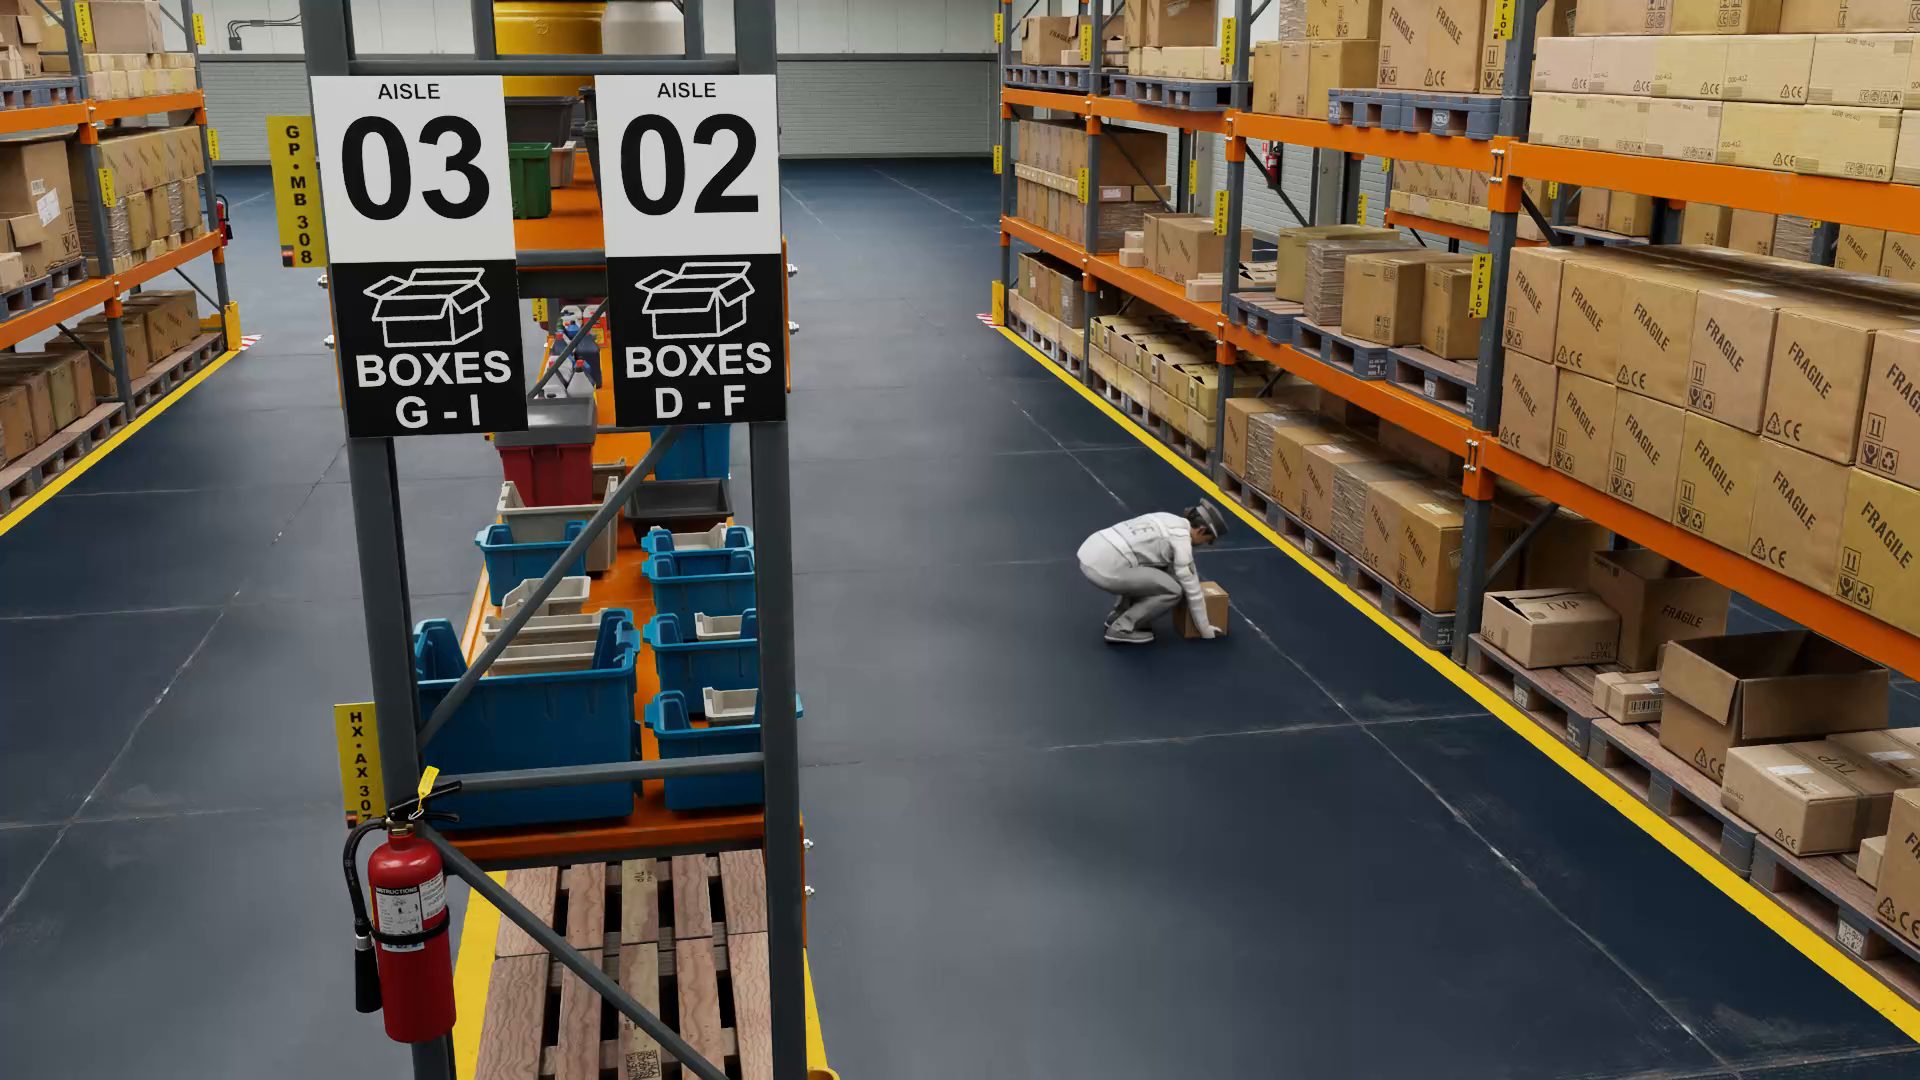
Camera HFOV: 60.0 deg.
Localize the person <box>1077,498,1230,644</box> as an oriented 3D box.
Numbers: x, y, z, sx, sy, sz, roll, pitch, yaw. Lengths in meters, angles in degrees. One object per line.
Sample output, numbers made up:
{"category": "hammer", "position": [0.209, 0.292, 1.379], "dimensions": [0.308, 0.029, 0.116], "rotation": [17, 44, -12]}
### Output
{"category": "person", "position": [1.119, 0.186, 9.548], "dimensions": [0.900, 0.814, 0.457], "rotation": [-3, 17, -12]}
